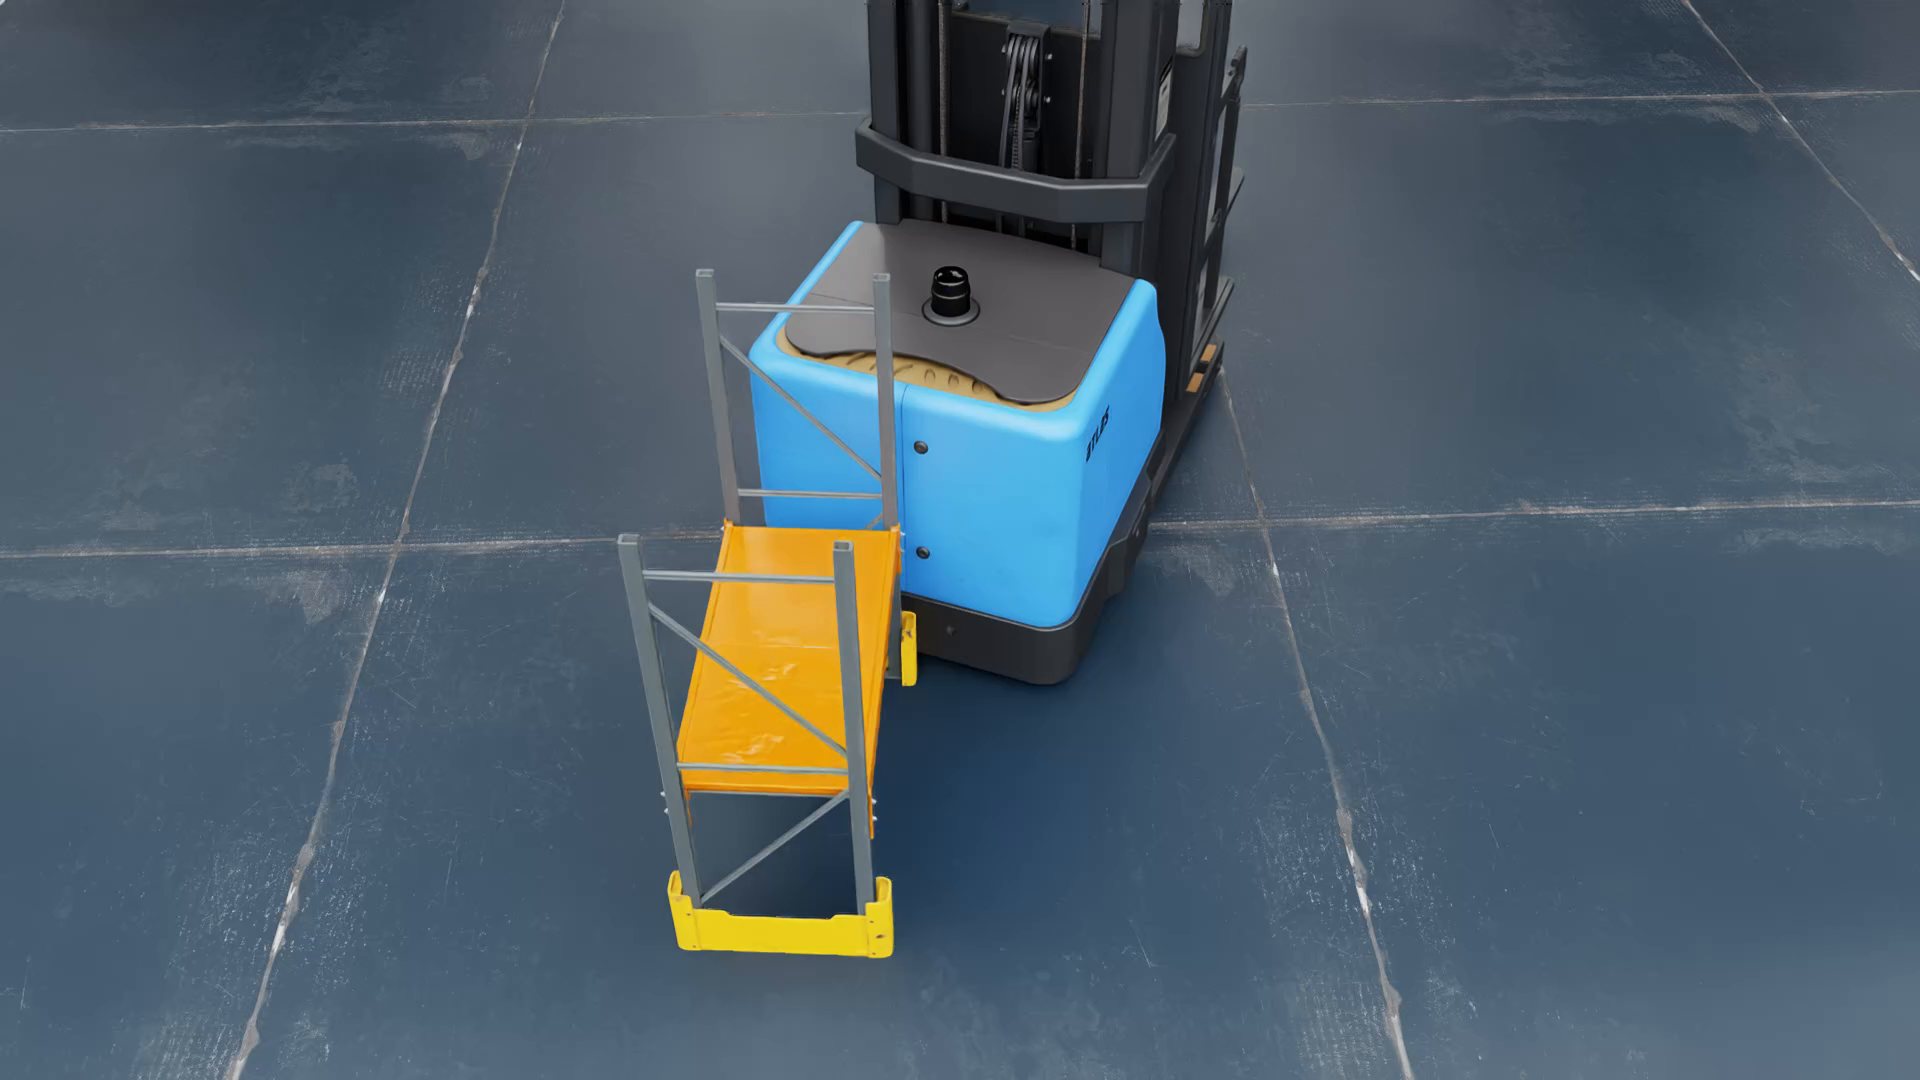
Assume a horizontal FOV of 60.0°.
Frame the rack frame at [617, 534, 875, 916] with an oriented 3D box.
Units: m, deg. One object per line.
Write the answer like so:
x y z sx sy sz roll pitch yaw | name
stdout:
-0.476 0.558 4.032 0.500 1.500 0.032 2 43 2 | rack frame

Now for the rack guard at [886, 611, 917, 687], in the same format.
-0.430 0.333 5.202 0.587 0.250 0.087 2 43 2 | rack guard

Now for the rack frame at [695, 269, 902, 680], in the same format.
-0.430 -0.129 4.780 0.500 1.500 0.032 2 43 2 | rack frame

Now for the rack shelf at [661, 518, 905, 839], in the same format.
-0.453 0.347 4.528 0.538 0.185 1.000 2 43 2 | rack shelf

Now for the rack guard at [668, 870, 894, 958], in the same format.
-0.475 1.005 4.468 0.587 0.250 0.087 2 43 2 | rack guard

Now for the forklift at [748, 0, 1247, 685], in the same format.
0.370 -1.640 5.370 1.130 2.935 3.031 14 44 15 | forklift

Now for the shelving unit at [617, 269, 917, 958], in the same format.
-0.453 0.208 4.413 0.587 1.500 1.083 2 43 2 | shelving unit
